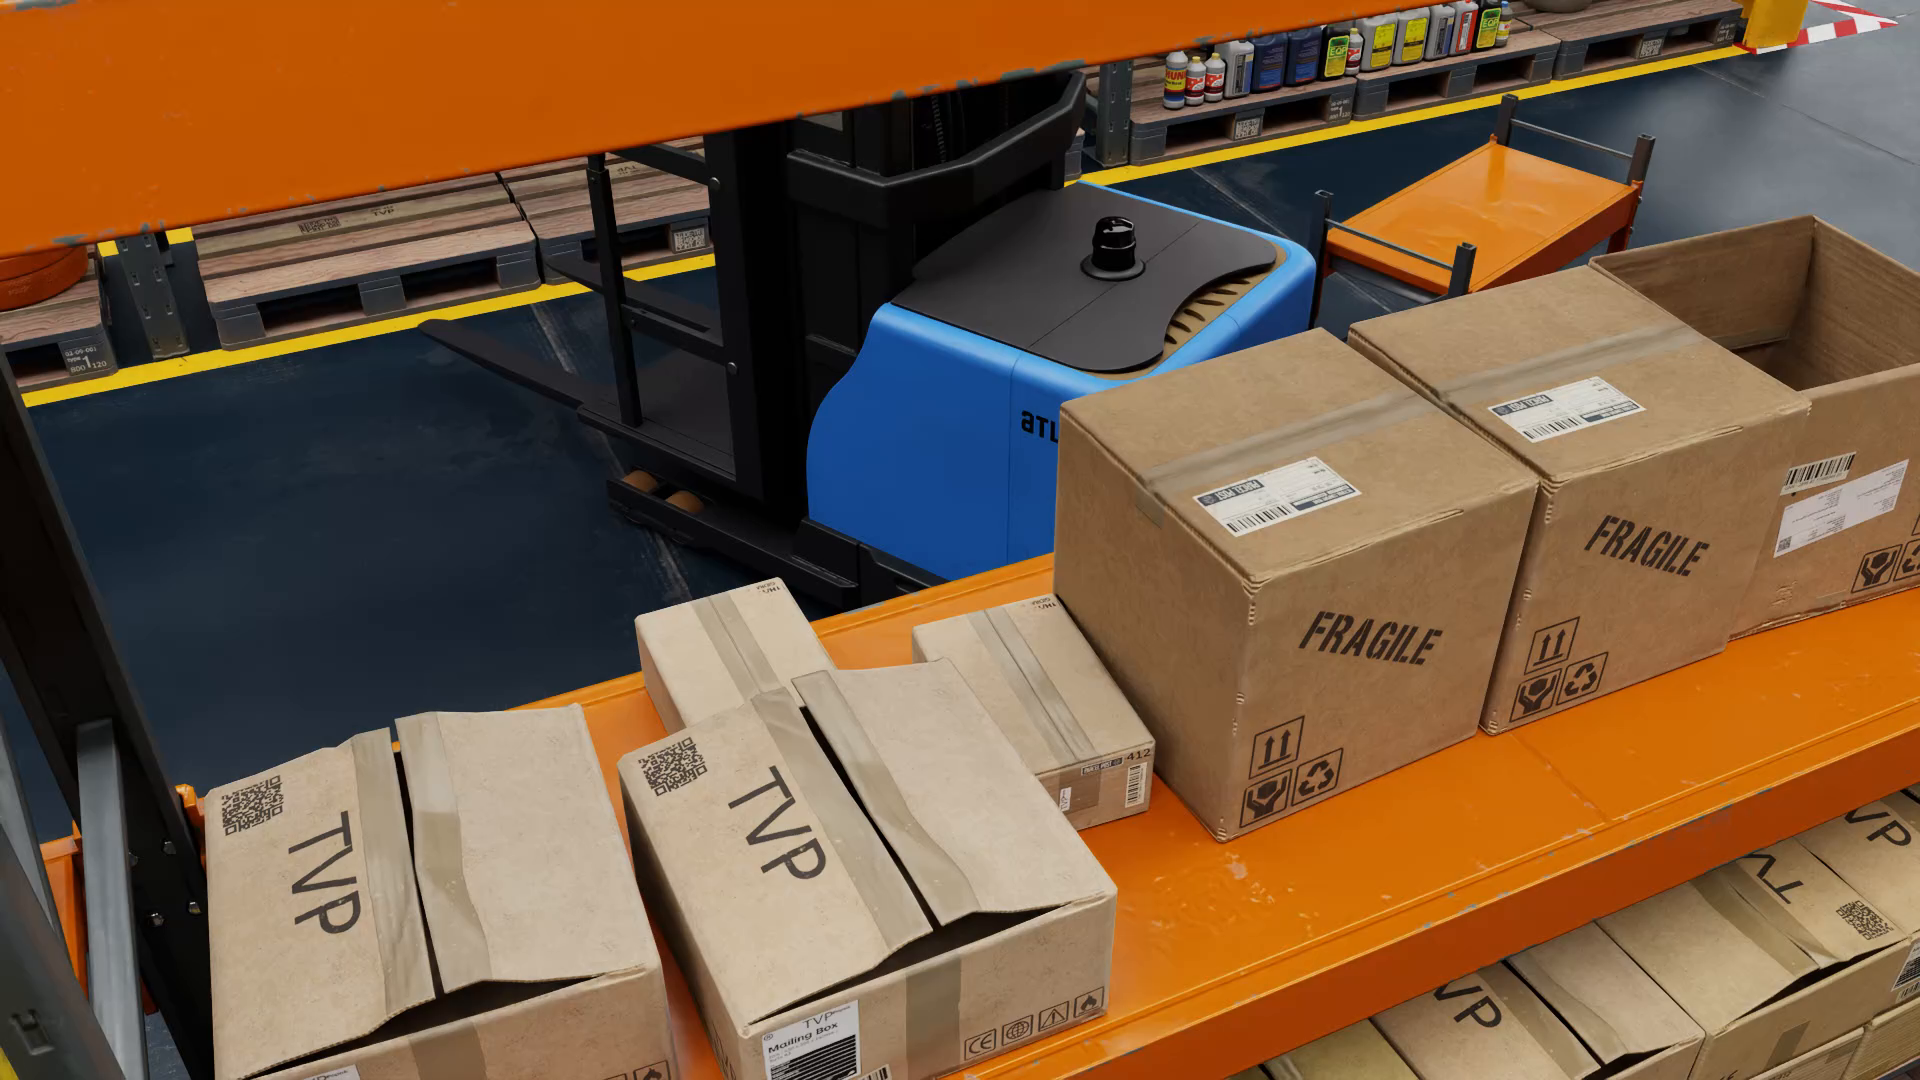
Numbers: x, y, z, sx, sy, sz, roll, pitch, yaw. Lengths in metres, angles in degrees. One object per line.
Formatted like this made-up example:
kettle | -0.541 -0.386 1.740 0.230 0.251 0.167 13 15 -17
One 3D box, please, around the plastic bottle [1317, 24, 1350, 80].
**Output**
plastic bottle | 1.739 -2.293 7.734 0.133 0.283 0.061 -14 39 -18

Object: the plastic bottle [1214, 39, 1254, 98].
plastic bottle | 1.249 -2.183 7.592 0.135 0.276 0.152 -14 39 -18

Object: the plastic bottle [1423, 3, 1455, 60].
plastic bottle | 2.273 -2.469 7.978 0.135 0.276 0.152 -17 40 -21

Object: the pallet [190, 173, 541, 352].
pallet | -2.409 -1.202 6.694 1.213 0.211 1.003 -16 39 -20

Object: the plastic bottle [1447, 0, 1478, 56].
plastic bottle | 2.399 -2.504 8.026 0.135 0.276 0.152 -15 39 -20

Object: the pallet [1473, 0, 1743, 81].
pallet | 3.328 -2.805 8.854 1.213 0.211 1.003 -16 39 -20

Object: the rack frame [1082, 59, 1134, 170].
rack frame | 0.494 -3.159 6.992 0.127 3.000 1.000 -16 39 -20

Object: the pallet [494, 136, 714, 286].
pallet | -1.307 -1.509 7.107 1.213 0.211 1.003 -16 39 -20

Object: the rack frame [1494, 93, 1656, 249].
rack frame | 1.902 -0.856 5.459 0.500 1.125 0.032 31 46 34

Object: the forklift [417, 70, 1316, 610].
forklift | -0.506 -1.394 4.669 3.031 2.935 1.130 23 42 28

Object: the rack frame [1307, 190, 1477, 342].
rack frame | 1.185 -0.426 4.880 0.500 1.125 0.032 31 46 34

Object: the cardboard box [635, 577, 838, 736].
cardboard box | -0.329 0.249 2.607 0.250 0.149 0.380 -16 39 -20

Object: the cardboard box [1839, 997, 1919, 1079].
cardboard box | 1.884 0.837 3.559 0.500 0.250 0.500 -16 40 -21

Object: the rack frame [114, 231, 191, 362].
rack frame | -3.127 -2.147 5.627 0.127 3.000 1.000 -16 39 -20

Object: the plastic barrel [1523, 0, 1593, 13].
plastic barrel | 3.098 -3.007 8.522 0.421 0.512 0.421 0 37 0

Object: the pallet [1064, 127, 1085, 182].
pallet | -0.201 -1.820 7.526 1.213 0.211 1.003 -16 39 -20

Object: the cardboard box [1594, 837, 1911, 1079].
cardboard box | 1.429 0.740 3.219 0.500 0.311 0.500 -16 39 -20

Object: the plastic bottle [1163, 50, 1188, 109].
plastic bottle | 0.968 -2.085 7.464 0.097 0.271 0.097 0 37 0

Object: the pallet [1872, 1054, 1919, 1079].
pallet | 1.945 0.840 3.940 1.213 0.211 1.003 -16 39 -20

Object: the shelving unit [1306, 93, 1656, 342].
shelving unit | 1.543 -0.641 5.170 0.538 1.125 1.048 31 46 34

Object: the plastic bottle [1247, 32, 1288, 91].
plastic bottle | 1.401 -2.253 7.624 0.185 0.351 0.144 -15 39 -19

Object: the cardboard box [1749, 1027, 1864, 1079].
cardboard box | 1.421 0.967 3.385 0.500 0.250 0.500 -15 39 -19

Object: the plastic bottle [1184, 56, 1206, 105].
plastic bottle | 1.060 -2.082 7.519 0.097 0.201 0.097 0 37 0

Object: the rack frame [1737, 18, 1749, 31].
rack frame | 4.115 -4.172 8.357 0.127 3.000 1.000 -16 39 -20

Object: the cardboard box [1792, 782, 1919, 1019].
cardboard box | 1.882 0.615 3.387 0.500 0.311 0.500 -15 39 -19

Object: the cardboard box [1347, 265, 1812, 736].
cardboard box | 0.963 -0.082 2.758 0.500 0.500 0.500 -16 39 -20

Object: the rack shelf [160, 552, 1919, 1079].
rack shelf | 0.784 0.308 2.921 4.000 0.370 1.077 -16 39 -20

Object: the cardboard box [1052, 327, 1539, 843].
cardboard box | 0.486 0.052 2.579 0.500 0.500 0.500 -18 40 -22

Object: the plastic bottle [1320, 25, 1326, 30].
plastic bottle | 1.689 -2.326 7.789 0.097 0.271 0.097 0 37 0

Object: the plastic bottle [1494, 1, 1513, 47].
plastic bottle | 2.638 -2.523 8.114 0.097 0.201 0.097 0 37 0

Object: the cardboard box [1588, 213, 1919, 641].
cardboard box | 1.416 -0.209 2.929 0.500 0.500 0.500 -13 38 -17

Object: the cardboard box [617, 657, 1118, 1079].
cardboard box | -0.134 0.439 2.215 0.500 0.311 0.500 -16 39 -20

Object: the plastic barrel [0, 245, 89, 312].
plastic barrel | -3.563 -1.311 5.969 0.708 0.830 0.600 -16 39 -20

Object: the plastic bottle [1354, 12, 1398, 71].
plastic bottle | 1.956 -2.408 7.833 0.185 0.351 0.144 -16 39 -20

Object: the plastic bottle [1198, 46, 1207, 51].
plastic bottle | 1.214 -2.536 8.068 0.135 0.276 0.152 -16 39 -20

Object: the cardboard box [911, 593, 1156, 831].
cardboard box | 0.104 0.273 2.575 0.250 0.149 0.380 -13 38 -17

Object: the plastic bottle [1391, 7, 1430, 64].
plastic bottle | 2.125 -2.455 7.897 0.185 0.351 0.144 -14 39 -18

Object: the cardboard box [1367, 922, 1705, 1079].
cardboard box | 0.973 0.866 3.050 0.500 0.311 0.500 -16 39 -21

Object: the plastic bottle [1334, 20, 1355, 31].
plastic bottle | 1.871 -2.452 7.955 0.135 0.276 0.152 -16 39 -20

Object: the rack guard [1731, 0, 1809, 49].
rack guard | 4.066 -3.123 9.041 0.348 0.500 1.175 -16 39 -20

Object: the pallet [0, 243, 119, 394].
pallet | -3.823 -0.805 6.158 1.213 0.211 1.003 -16 39 -20

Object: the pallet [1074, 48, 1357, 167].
pallet | 1.119 -2.187 8.021 1.213 0.211 1.003 -16 39 -20

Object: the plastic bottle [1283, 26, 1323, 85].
plastic bottle | 1.572 -2.301 7.688 0.185 0.351 0.144 -17 40 -22

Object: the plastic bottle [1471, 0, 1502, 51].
plastic bottle | 2.540 -2.517 8.036 0.133 0.283 0.061 -15 39 -19

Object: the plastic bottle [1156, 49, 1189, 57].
plastic bottle | 1.016 -2.513 7.974 0.185 0.351 0.144 -16 39 -20

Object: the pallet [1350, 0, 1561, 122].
pallet | 2.225 -2.498 8.441 1.213 0.211 1.003 -16 39 -20

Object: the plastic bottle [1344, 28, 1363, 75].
plastic bottle | 1.838 -2.300 7.812 0.097 0.201 0.097 0 37 0

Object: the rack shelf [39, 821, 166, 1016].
rack shelf | -2.837 1.320 1.556 4.000 0.370 1.077 -16 39 -20

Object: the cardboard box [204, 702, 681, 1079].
cardboard box | -0.678 0.492 2.143 0.500 0.311 0.500 -13 39 -17

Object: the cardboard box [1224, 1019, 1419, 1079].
cardboard box | 0.507 0.996 2.874 0.500 0.311 0.500 -17 40 -21

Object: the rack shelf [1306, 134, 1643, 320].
rack shelf | 1.543 -0.876 4.996 0.538 0.278 1.000 31 46 34

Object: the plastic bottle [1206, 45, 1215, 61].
plastic bottle | 1.204 -2.243 7.667 0.133 0.283 0.061 -16 39 -20
